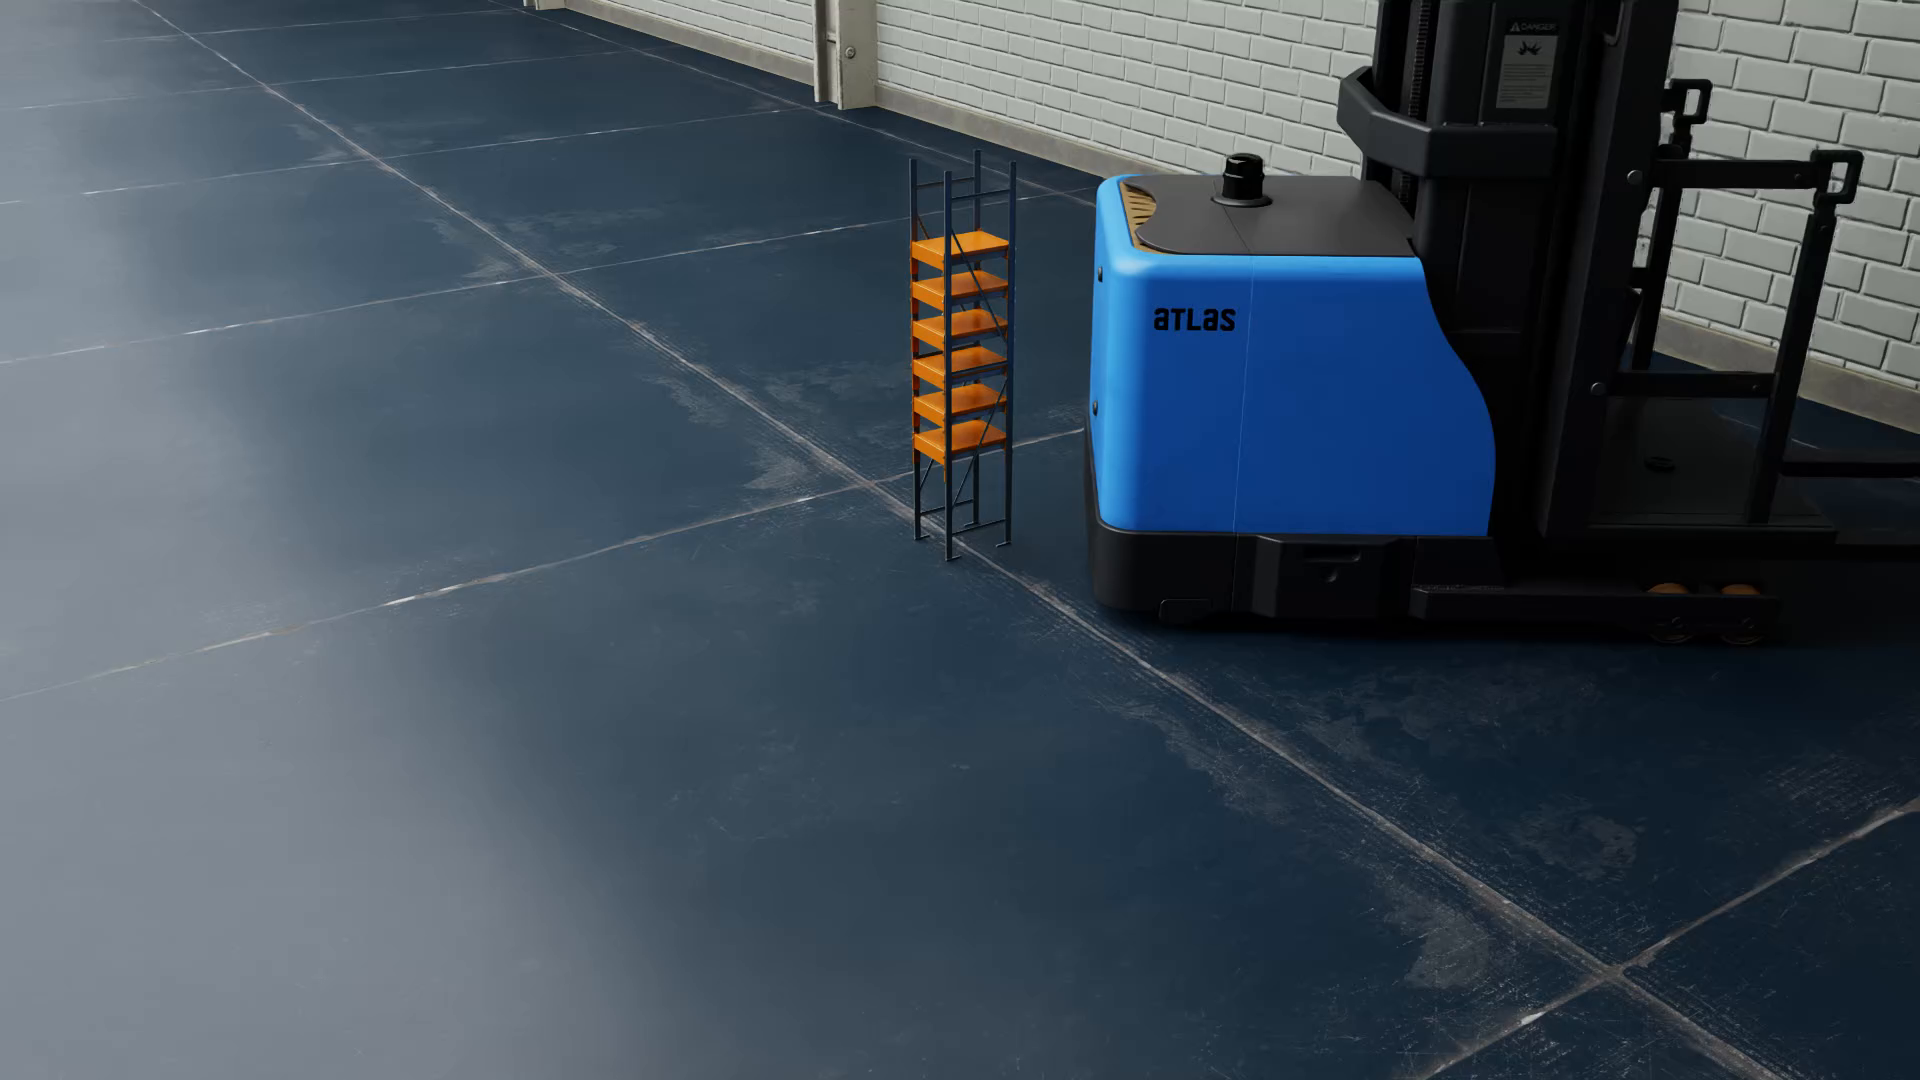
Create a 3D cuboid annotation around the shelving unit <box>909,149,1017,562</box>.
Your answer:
[{"bbox_3d":[0.008,-0.537,4.983,0.258,1.200,0.189,-16,29,-30],"label":"shelving unit"}]

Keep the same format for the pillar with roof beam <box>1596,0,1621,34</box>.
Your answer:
[{"bbox_3d":[-1.138,-4.032,3.250,9.100,9.000,0.400,-16,29,-30],"label":"pillar with roof beam"}]

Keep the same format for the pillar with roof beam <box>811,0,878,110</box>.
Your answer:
[{"bbox_3d":[-4.413,-6.178,7.796,9.100,9.000,0.400,-16,29,-30],"label":"pillar with roof beam"}]

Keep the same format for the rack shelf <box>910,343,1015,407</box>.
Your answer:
[{"bbox_3d":[0.008,-0.497,5.002,0.258,0.103,0.180,-16,29,-30],"label":"rack shelf"}]

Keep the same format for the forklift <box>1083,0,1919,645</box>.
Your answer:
[{"bbox_3d":[1.909,-1.265,4.496,3.031,2.935,1.130,1,25,2],"label":"forklift"}]

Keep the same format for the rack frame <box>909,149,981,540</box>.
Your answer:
[{"bbox_3d":[-0.042,-0.570,5.052,0.240,1.200,0.006,-16,29,-30],"label":"rack frame"}]

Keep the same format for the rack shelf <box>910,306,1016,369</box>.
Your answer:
[{"bbox_3d":[0.008,-0.606,4.951,0.258,0.103,0.180,-16,29,-30],"label":"rack shelf"}]

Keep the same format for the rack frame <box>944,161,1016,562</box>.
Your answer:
[{"bbox_3d":[0.058,-0.505,4.914,0.240,1.200,0.006,-16,29,-30],"label":"rack frame"}]

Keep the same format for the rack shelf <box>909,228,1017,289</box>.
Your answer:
[{"bbox_3d":[0.008,-0.823,4.848,0.258,0.103,0.180,-16,29,-30],"label":"rack shelf"}]

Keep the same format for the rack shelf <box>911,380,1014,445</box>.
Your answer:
[{"bbox_3d":[0.008,-0.389,5.053,0.258,0.103,0.180,-16,29,-30],"label":"rack shelf"}]

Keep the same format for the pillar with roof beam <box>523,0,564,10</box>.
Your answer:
[{"bbox_3d":[-7.689,-8.324,12.342,9.100,9.000,0.400,-16,29,-30],"label":"pillar with roof beam"}]

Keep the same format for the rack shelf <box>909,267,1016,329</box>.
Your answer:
[{"bbox_3d":[0.008,-0.714,4.899,0.258,0.103,0.180,-16,29,-30],"label":"rack shelf"}]

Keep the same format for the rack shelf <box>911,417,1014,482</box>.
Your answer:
[{"bbox_3d":[0.008,-0.280,5.104,0.258,0.103,0.180,-16,29,-30],"label":"rack shelf"}]
